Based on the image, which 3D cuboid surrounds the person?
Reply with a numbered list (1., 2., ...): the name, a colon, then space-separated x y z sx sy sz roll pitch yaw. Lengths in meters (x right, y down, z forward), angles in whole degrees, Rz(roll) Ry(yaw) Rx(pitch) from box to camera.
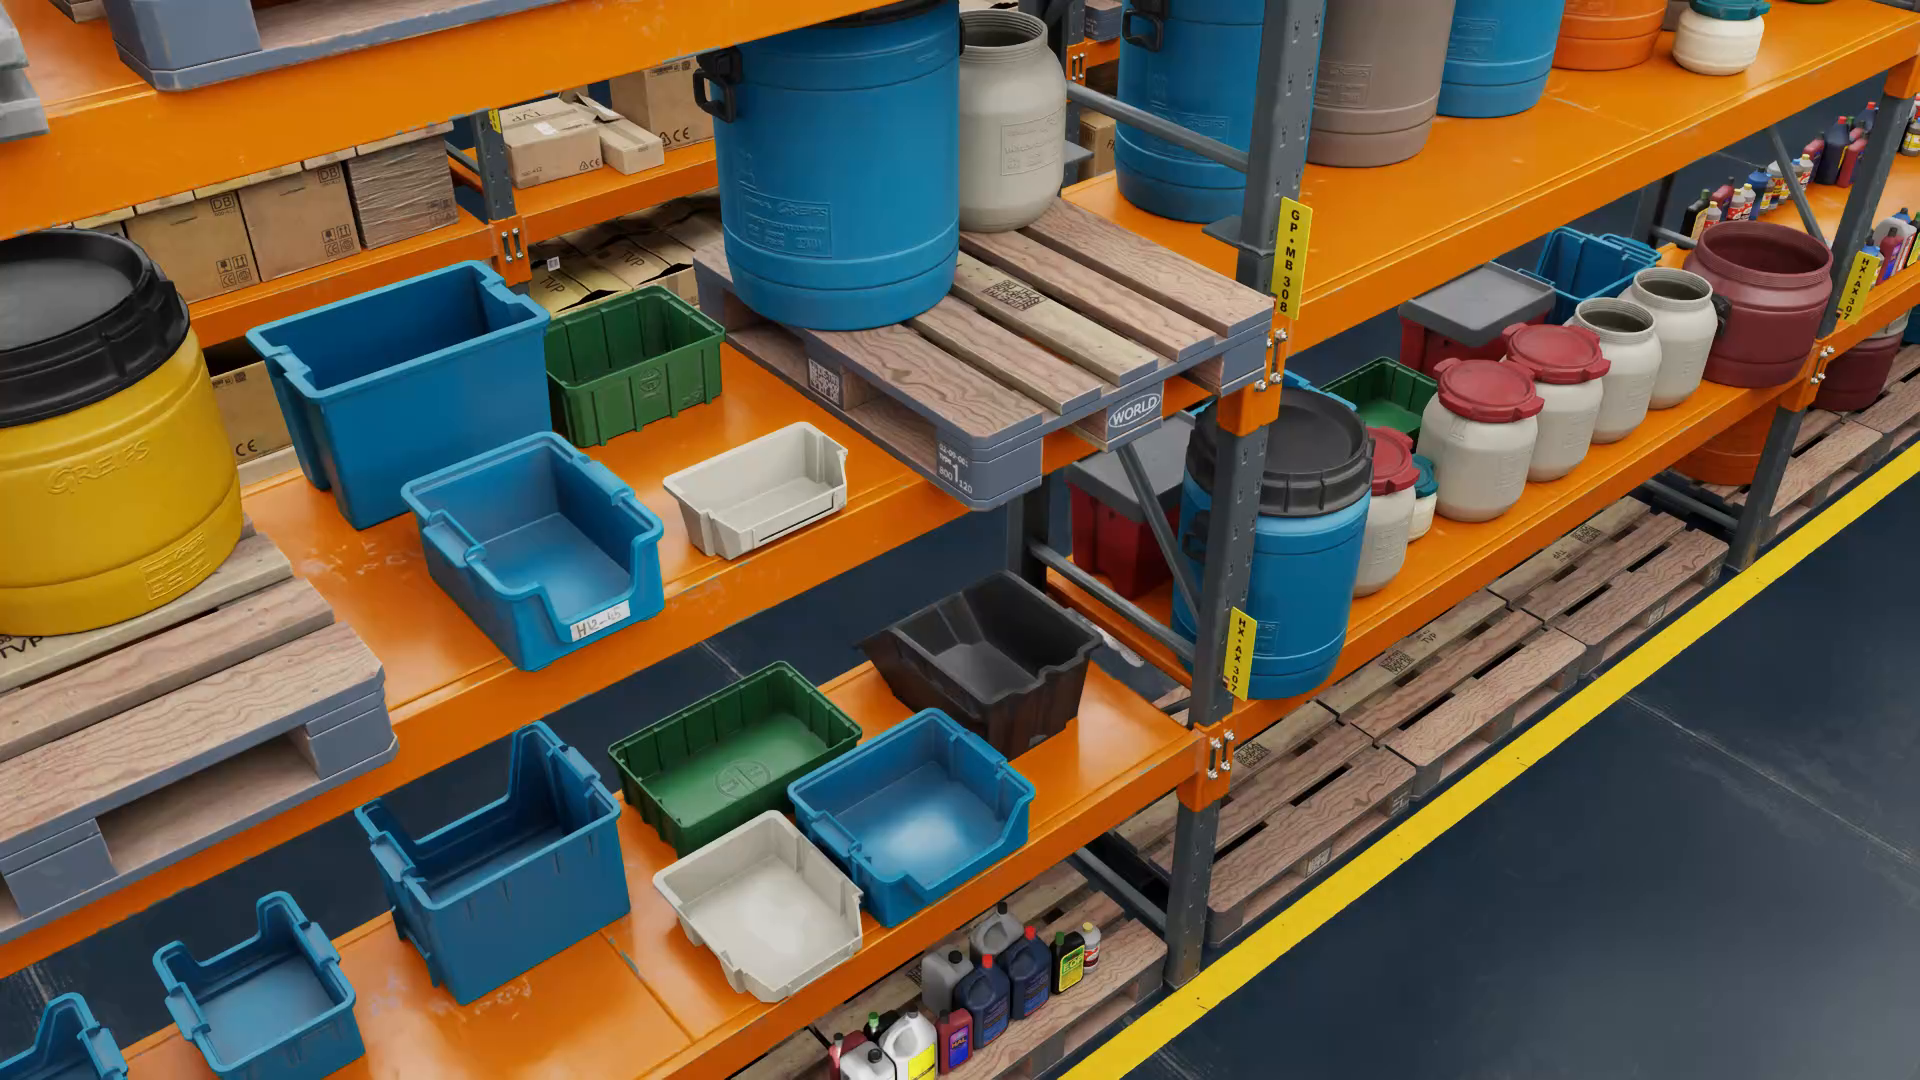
1. person: 0.981 -0.026 7.080 0.651 1.627 0.479 -7 37 -9
